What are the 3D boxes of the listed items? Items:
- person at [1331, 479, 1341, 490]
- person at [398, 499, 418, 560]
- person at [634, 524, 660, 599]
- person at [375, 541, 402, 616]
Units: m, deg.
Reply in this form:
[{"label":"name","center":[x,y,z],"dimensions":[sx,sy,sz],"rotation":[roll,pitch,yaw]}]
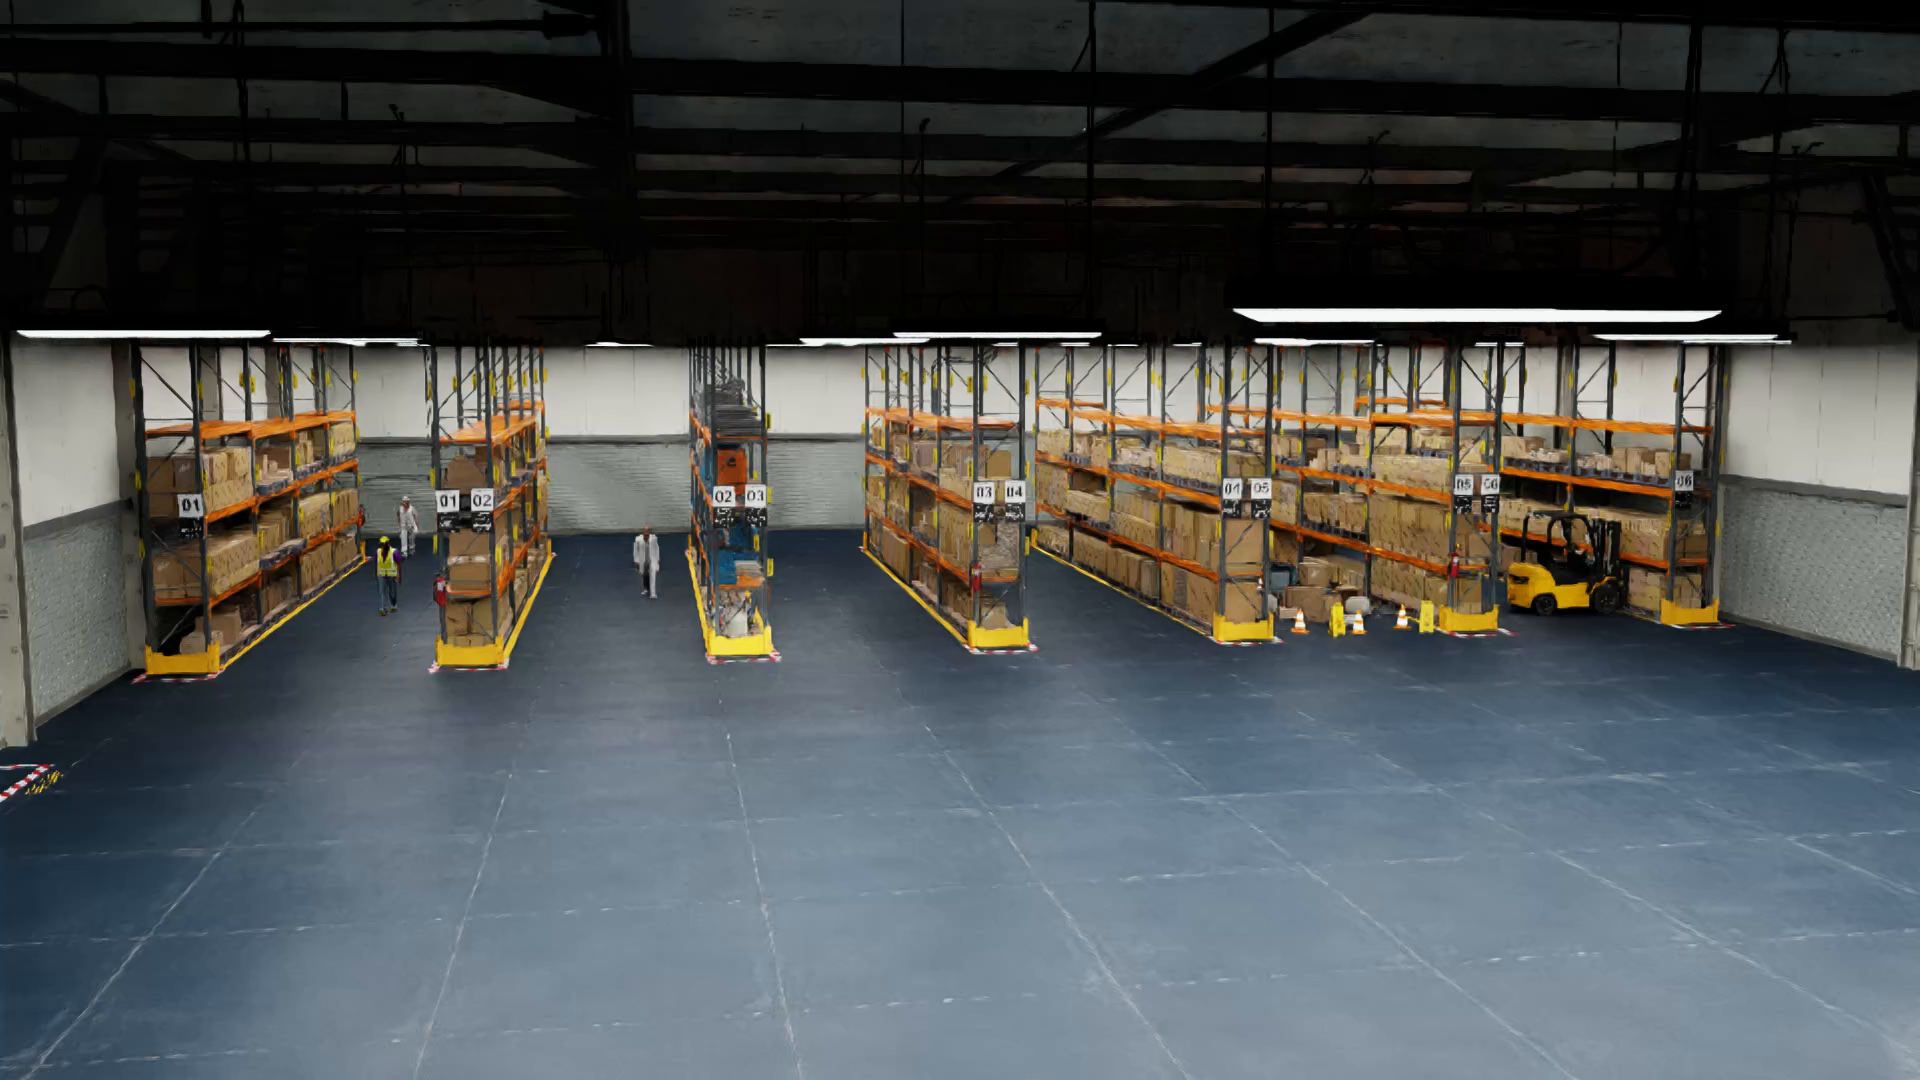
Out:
[{"label":"person","center":[11.832,-1.085,52.257],"dimensions":[0.691,1.664,0.484],"rotation":[-5,8,-38]},{"label":"person","center":[-15.118,-0.328,45.524],"dimensions":[0.565,1.688,1.045],"rotation":[-1,7,-12]},{"label":"person","center":[-7.211,0.530,38.320],"dimensions":[0.598,1.588,1.194],"rotation":[-1,7,-8]},{"label":"person","center":[-12.392,0.772,36.028],"dimensions":[0.591,1.671,1.042],"rotation":[-1,7,-12]}]
